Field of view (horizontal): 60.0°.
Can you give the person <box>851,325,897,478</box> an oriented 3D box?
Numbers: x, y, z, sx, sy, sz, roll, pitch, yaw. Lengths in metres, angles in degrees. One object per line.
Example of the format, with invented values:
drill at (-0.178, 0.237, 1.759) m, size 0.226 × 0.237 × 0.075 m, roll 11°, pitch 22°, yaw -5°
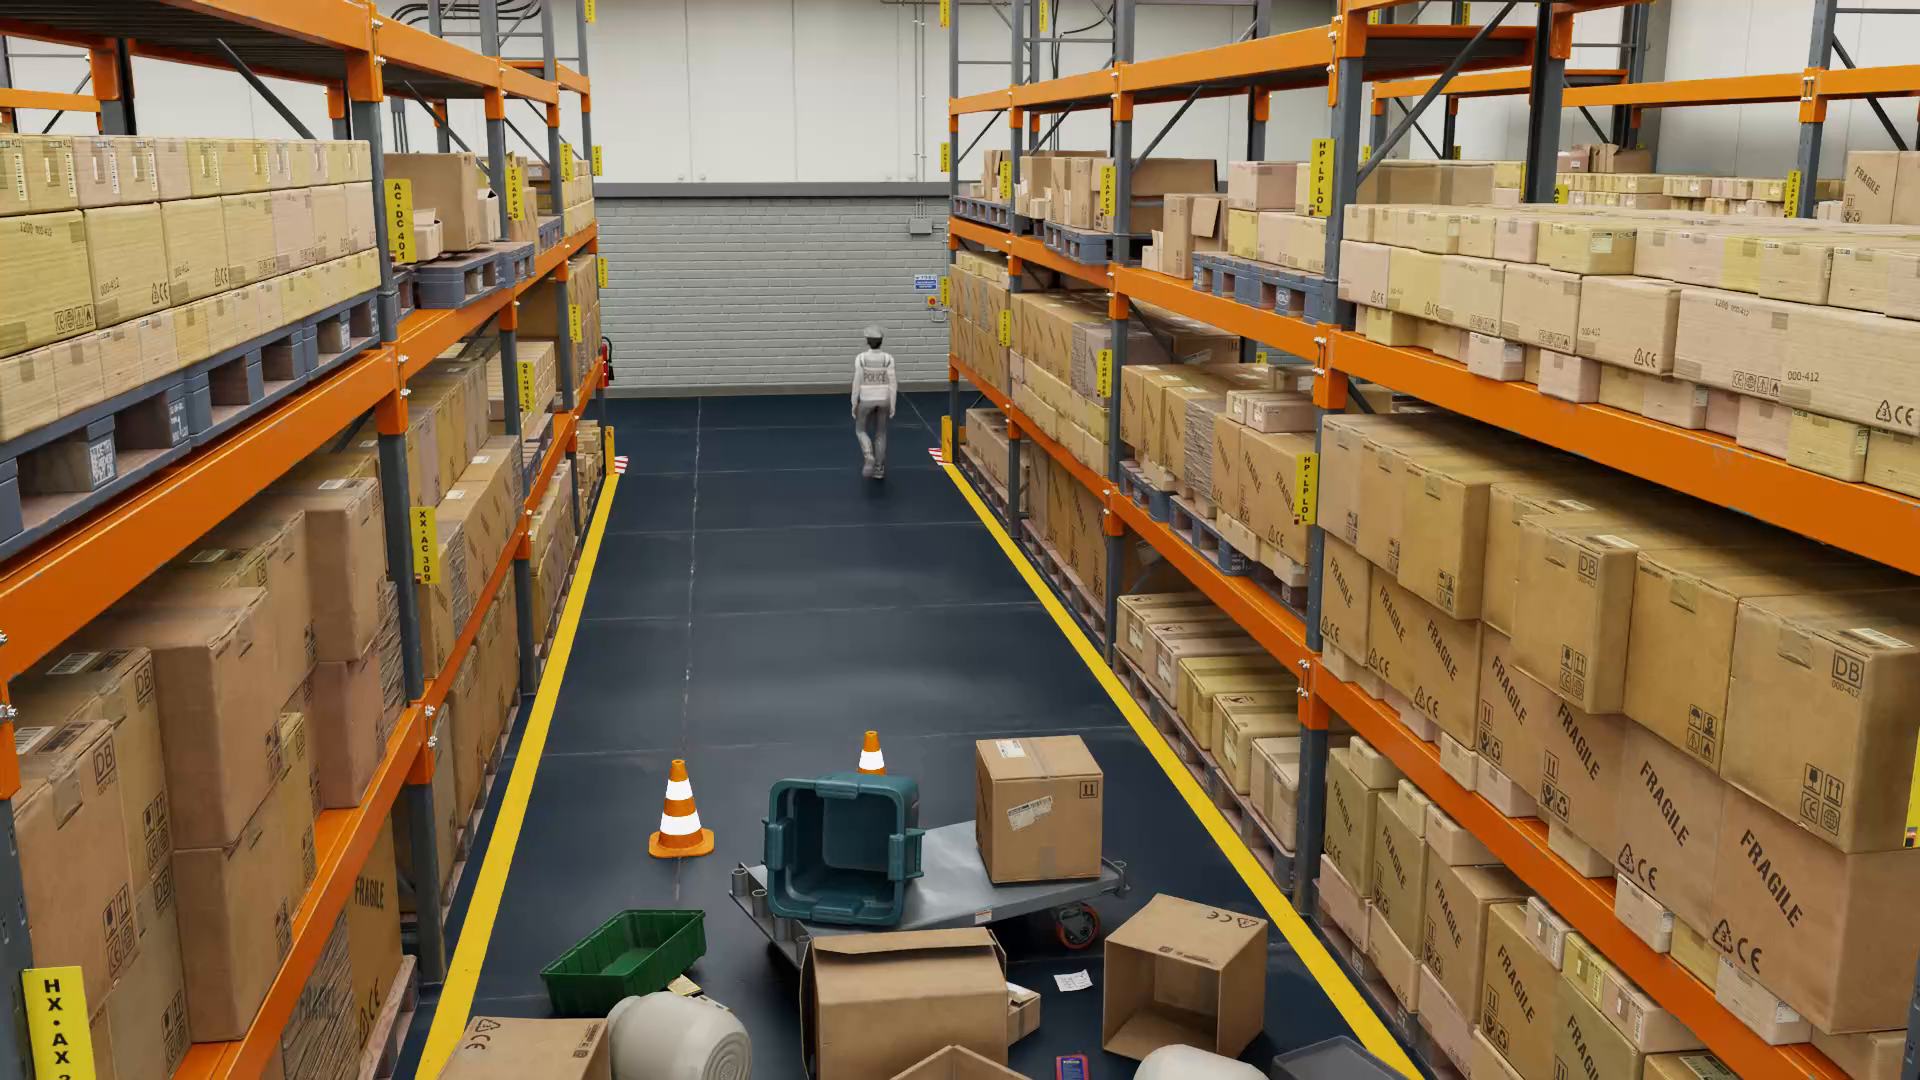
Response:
person at (-0.935, -1.497, 18.150) m, size 0.506 × 1.685 × 0.465 m, roll -2°, pitch 13°, yaw -10°
